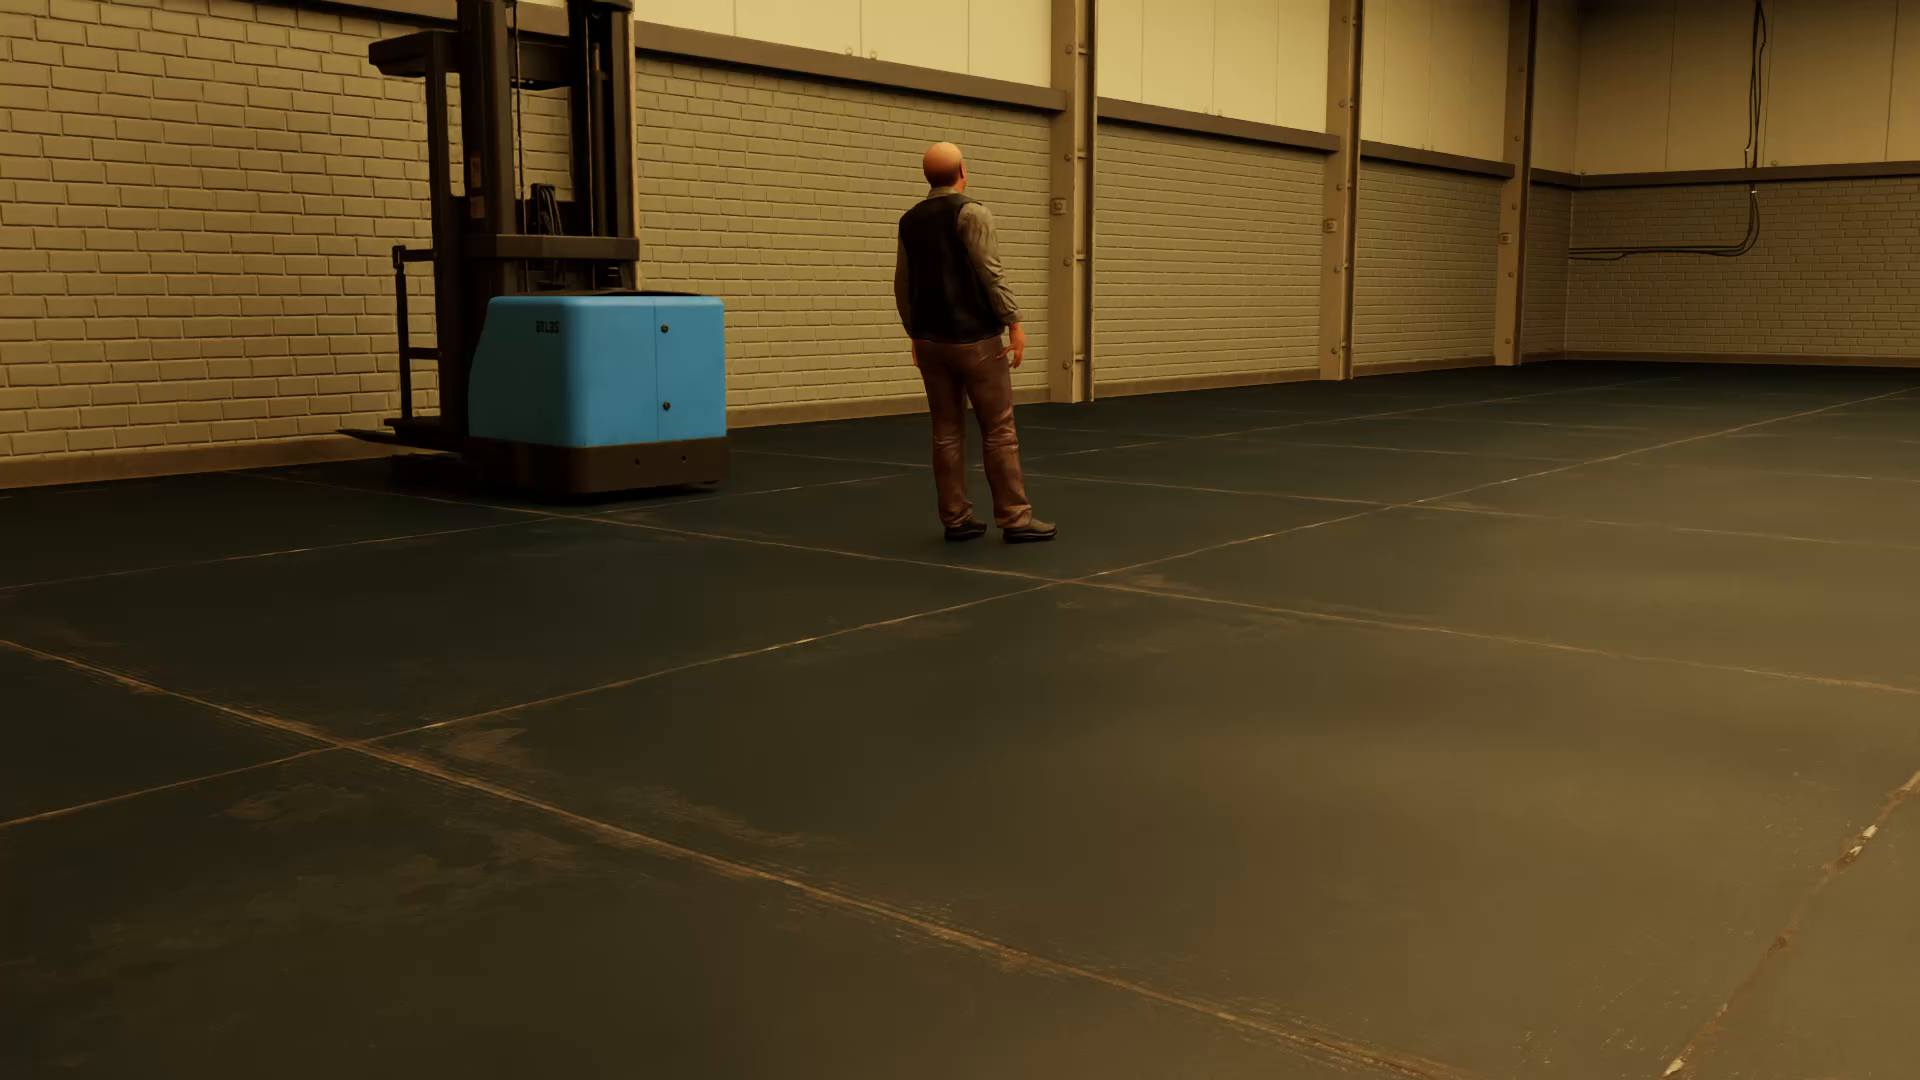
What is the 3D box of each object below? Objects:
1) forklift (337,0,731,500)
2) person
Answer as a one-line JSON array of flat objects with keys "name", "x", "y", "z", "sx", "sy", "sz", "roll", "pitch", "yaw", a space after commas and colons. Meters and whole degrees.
[{"name": "forklift", "x": -2.683, "y": -1.816, "z": 9.693, "sx": 3.031, "sy": 2.935, "sz": 1.130, "roll": 8, "pitch": 12, "yaw": 43}, {"name": "person", "x": 0.045, "y": -0.826, "z": 7.327, "sx": 0.632, "sy": 1.642, "sz": 0.568, "roll": 7, "pitch": 11, "yaw": 38}]
